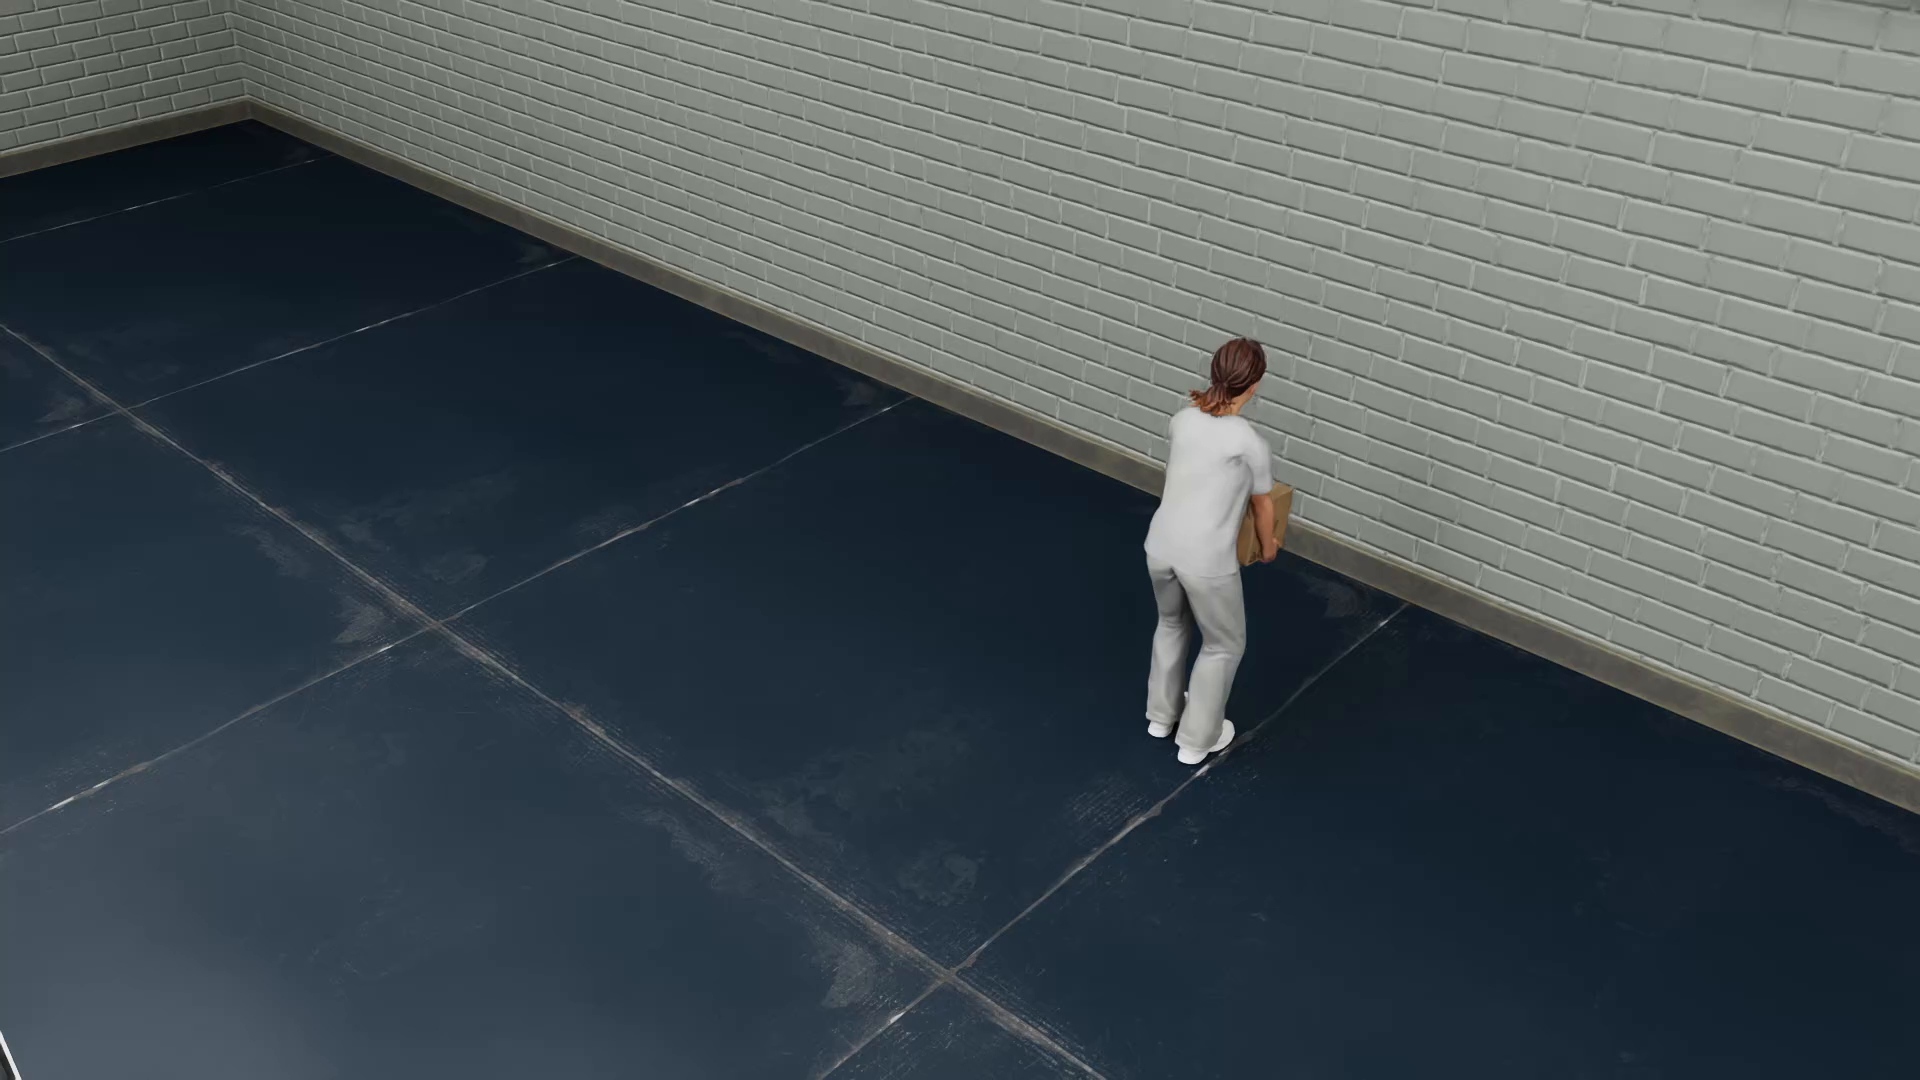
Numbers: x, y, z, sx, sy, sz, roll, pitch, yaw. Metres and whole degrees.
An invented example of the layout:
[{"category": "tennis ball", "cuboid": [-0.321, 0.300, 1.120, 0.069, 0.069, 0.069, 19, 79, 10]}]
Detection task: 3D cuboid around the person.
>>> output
[{"category": "person", "cuboid": [0.915, 0.038, 6.123, 0.408, 1.629, 0.539, 25, 39, 34]}]
